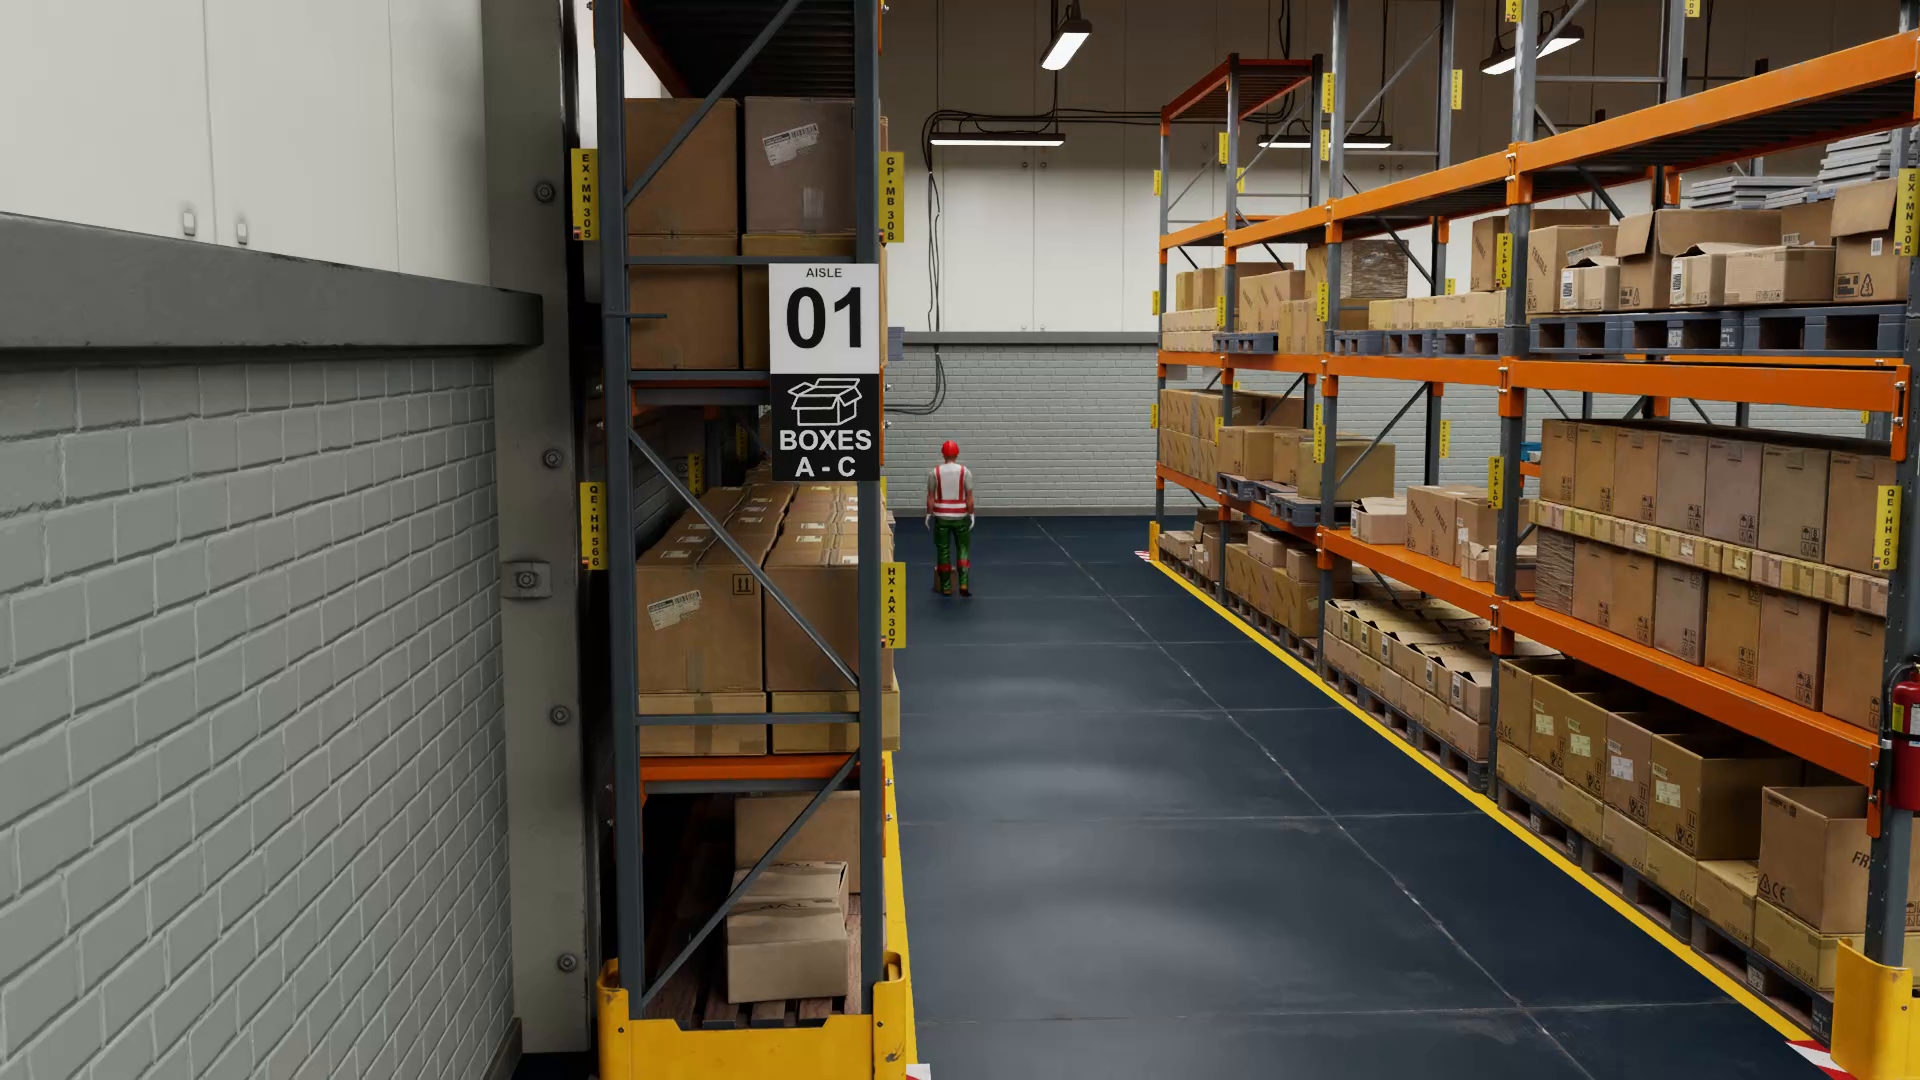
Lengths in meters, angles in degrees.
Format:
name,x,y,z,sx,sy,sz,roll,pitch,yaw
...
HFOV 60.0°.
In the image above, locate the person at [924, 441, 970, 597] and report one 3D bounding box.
name,x,y,z,sx,sy,sz,roll,pitch,yaw
person,-0.151,-0.247,19.238,0.524,1.801,0.391,0,7,-2
